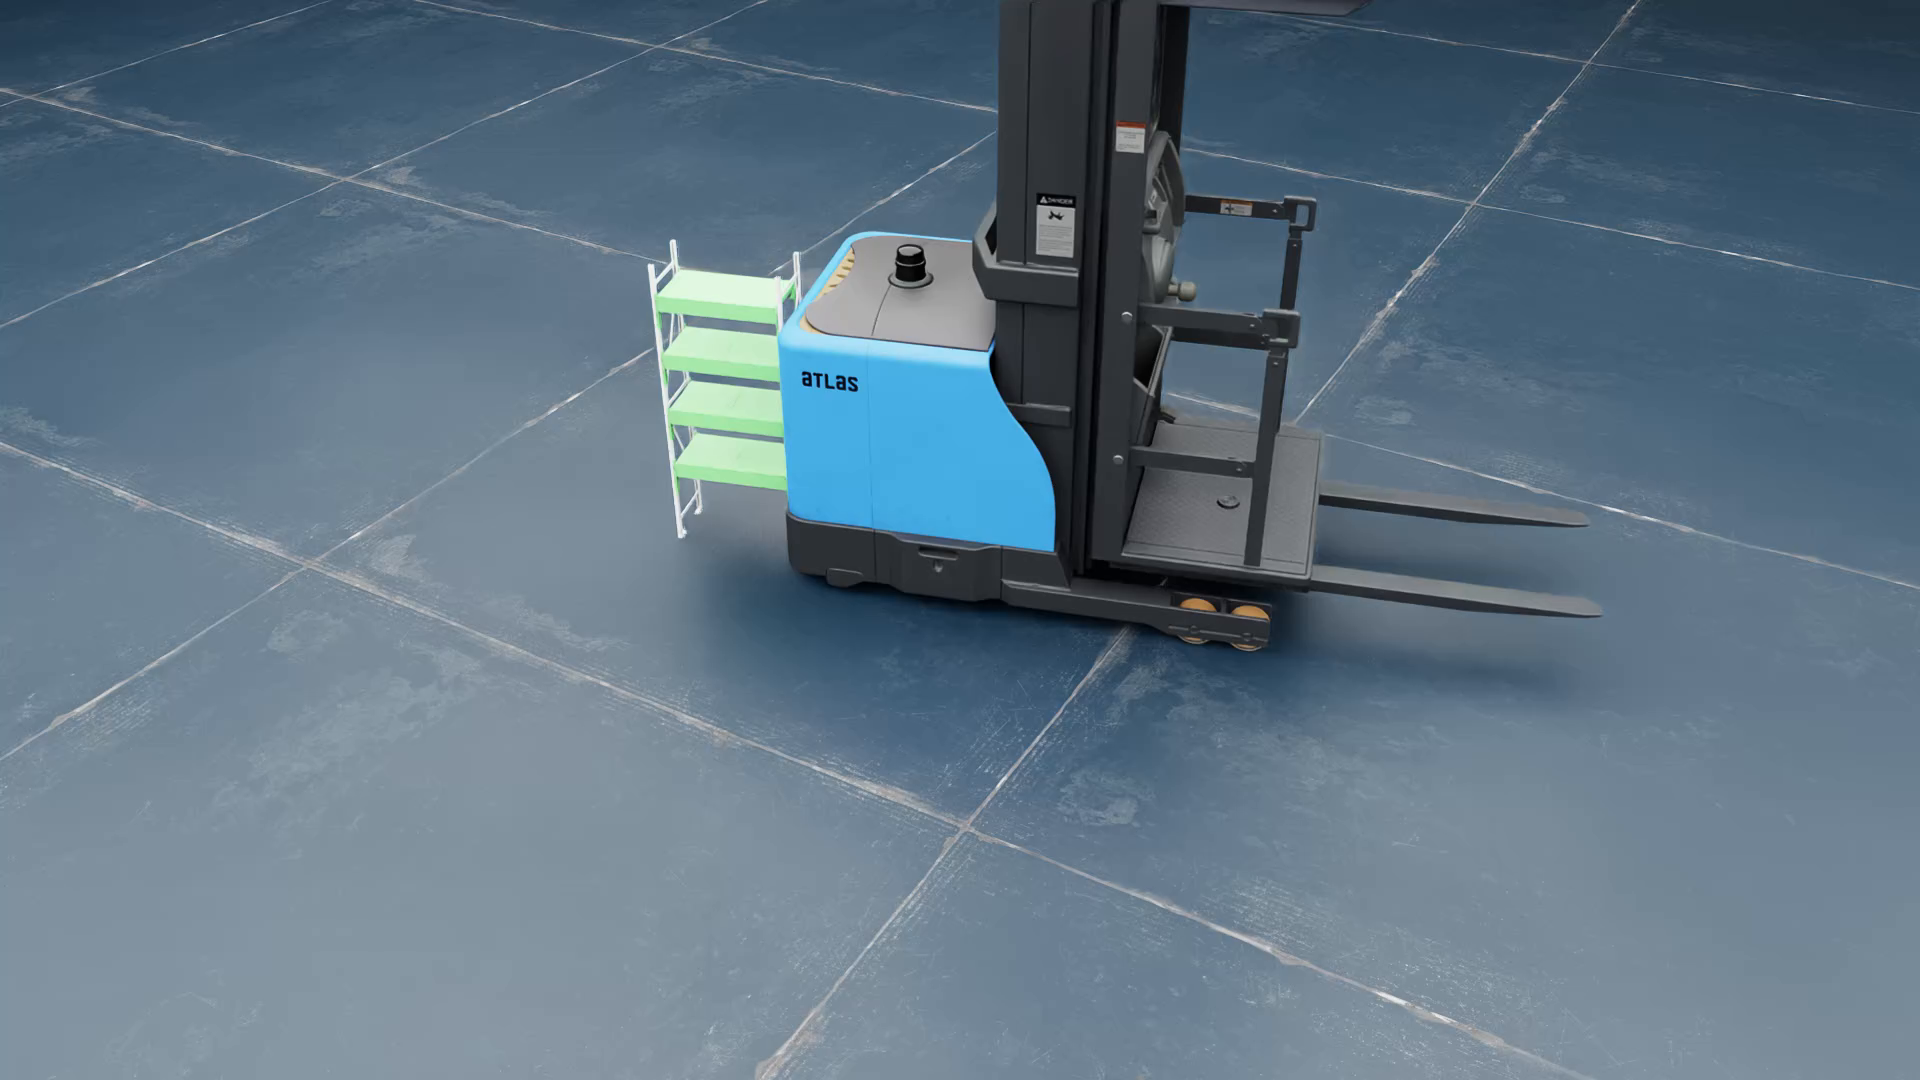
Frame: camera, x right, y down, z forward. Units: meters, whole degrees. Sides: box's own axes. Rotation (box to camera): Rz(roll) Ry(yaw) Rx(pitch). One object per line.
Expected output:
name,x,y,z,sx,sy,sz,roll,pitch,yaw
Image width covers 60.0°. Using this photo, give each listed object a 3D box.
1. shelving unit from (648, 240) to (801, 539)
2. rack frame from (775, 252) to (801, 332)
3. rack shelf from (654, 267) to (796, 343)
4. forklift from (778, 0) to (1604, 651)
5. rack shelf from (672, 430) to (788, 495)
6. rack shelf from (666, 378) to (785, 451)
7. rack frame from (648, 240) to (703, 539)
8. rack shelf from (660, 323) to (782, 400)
shelving unit,-0.873,-0.540,6.478,0.503,1.200,0.258,7,34,11
rack frame,-0.635,-0.509,6.432,0.015,1.200,0.240,7,34,11
rack shelf,-0.873,-0.886,6.248,0.480,0.148,0.258,7,34,11
forklift,0.902,-1.136,5.811,3.031,2.935,1.130,7,34,11
rack shelf,-0.873,-0.287,6.647,0.480,0.148,0.258,7,34,11
rack shelf,-0.873,-0.487,6.514,0.480,0.148,0.258,7,34,11
rack frame,-1.110,-0.571,6.524,0.015,1.200,0.240,7,34,11
rack shelf,-0.873,-0.687,6.381,0.480,0.148,0.258,7,34,11
